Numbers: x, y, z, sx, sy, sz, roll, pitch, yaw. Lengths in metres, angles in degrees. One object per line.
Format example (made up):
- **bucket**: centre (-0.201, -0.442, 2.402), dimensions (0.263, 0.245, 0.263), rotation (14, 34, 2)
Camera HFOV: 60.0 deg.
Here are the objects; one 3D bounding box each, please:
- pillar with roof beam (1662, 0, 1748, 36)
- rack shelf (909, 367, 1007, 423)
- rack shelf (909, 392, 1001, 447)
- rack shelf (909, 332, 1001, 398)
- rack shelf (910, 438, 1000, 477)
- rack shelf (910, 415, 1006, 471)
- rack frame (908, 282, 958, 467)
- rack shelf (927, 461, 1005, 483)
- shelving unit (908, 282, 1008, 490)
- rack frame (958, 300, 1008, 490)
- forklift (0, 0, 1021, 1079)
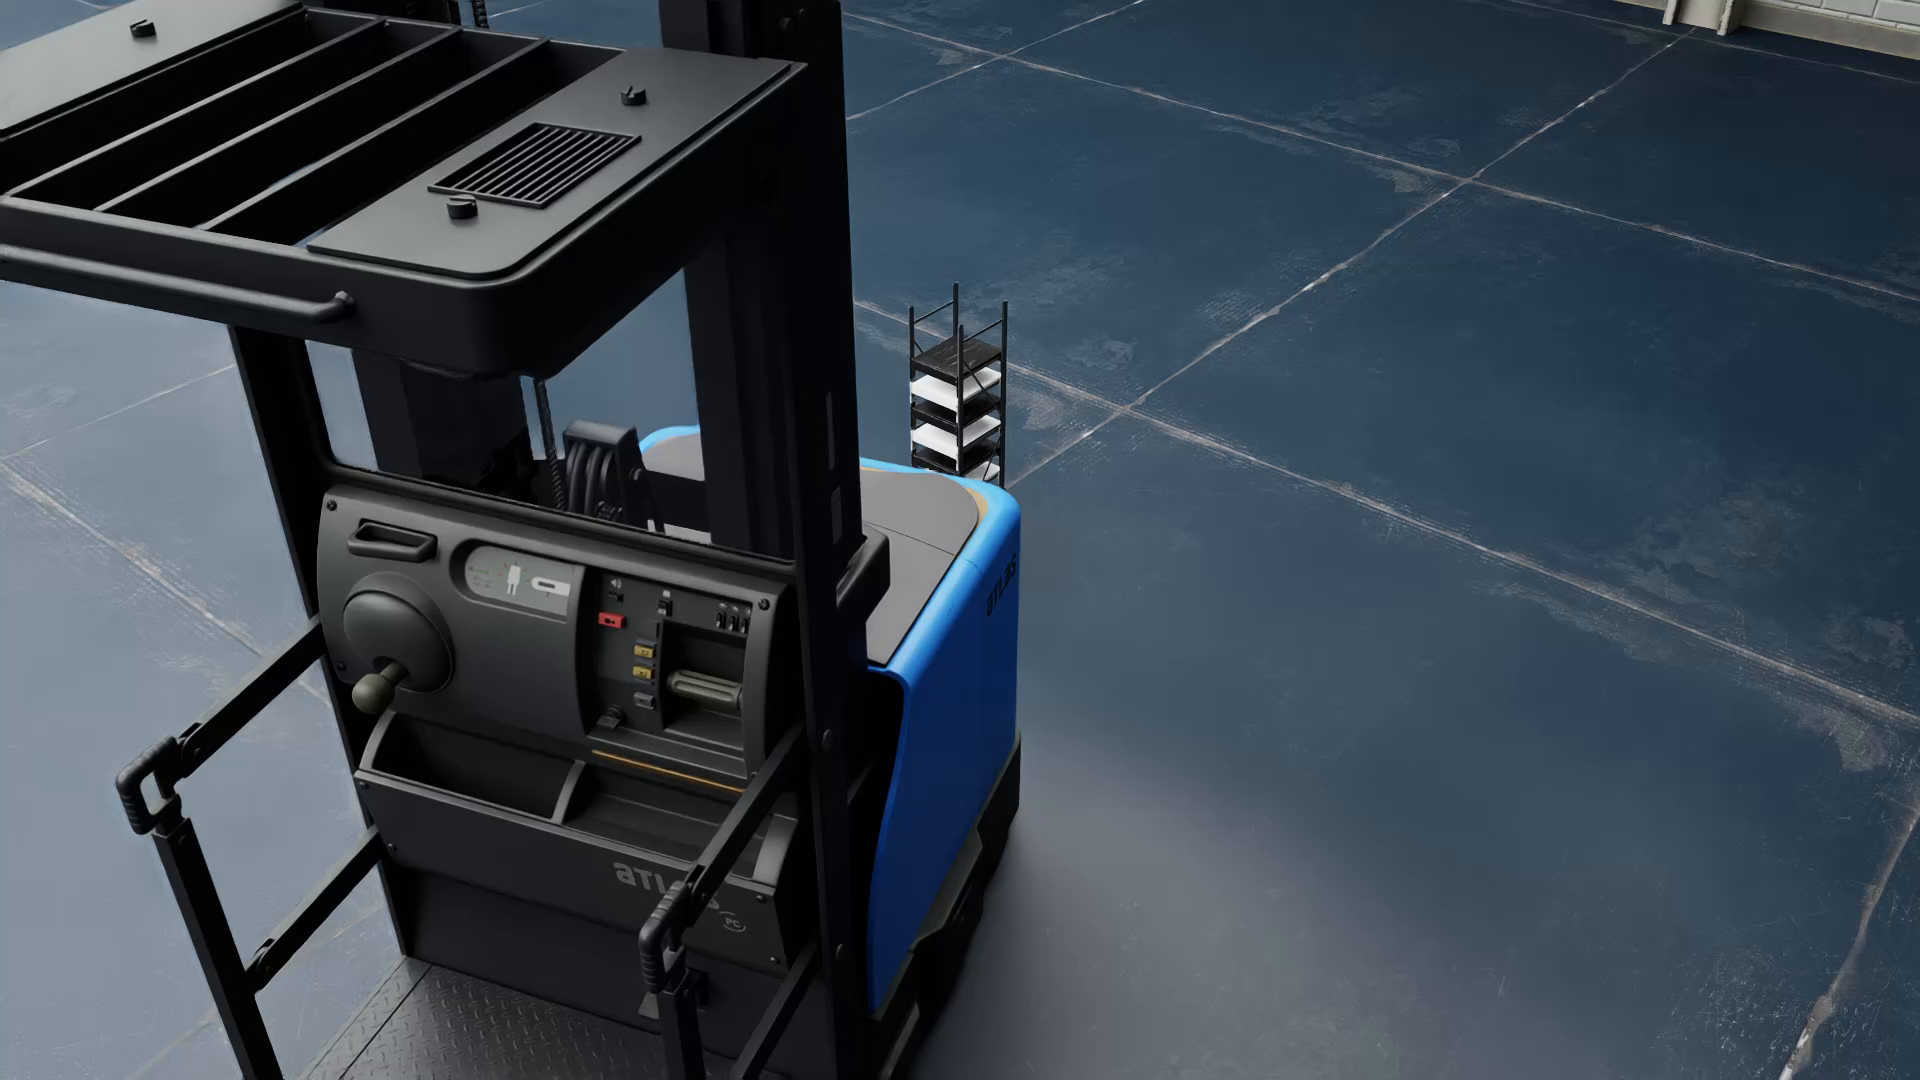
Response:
- **pillar with roof beam**: centre (1.931, -5.097, 5.222), dimensions (0.400, 9.000, 9.100), rotation (25, 42, 32)
- **rack shelf**: centre (-0.006, -0.495, 5.417), dimensions (0.200, 0.077, 0.258), rotation (25, 42, 32)
- **rack shelf**: centre (-0.006, -0.421, 5.467), dimensions (0.200, 0.077, 0.258), rotation (25, 42, 32)
- **rack shelf**: centre (-0.006, -0.569, 5.366), dimensions (0.200, 0.077, 0.258), rotation (25, 42, 32)
- **rack shelf**: centre (-0.006, -0.272, 5.569), dimensions (0.200, 0.077, 0.258), rotation (25, 42, 32)
- **rack shelf**: centre (-0.006, -0.346, 5.518), dimensions (0.200, 0.077, 0.258), rotation (25, 42, 32)
- **rack frame**: centre (-0.084, -0.411, 5.553), dimensions (0.006, 0.900, 0.240), rotation (25, 42, 32)
- **rack shelf**: centre (-0.006, -0.198, 5.620), dimensions (0.200, 0.077, 0.258), rotation (25, 42, 32)
- **shelving unit**: centre (-0.006, -0.374, 5.500), dimensions (0.210, 0.900, 0.258), rotation (25, 42, 32)
- **rack frame**: centre (0.072, -0.337, 5.446), dimensions (0.006, 0.900, 0.240), rotation (25, 42, 32)
- **forklift**: centre (-0.825, 0.236, 2.818), dimensions (1.130, 2.935, 3.031), rotation (12, 36, 17)
